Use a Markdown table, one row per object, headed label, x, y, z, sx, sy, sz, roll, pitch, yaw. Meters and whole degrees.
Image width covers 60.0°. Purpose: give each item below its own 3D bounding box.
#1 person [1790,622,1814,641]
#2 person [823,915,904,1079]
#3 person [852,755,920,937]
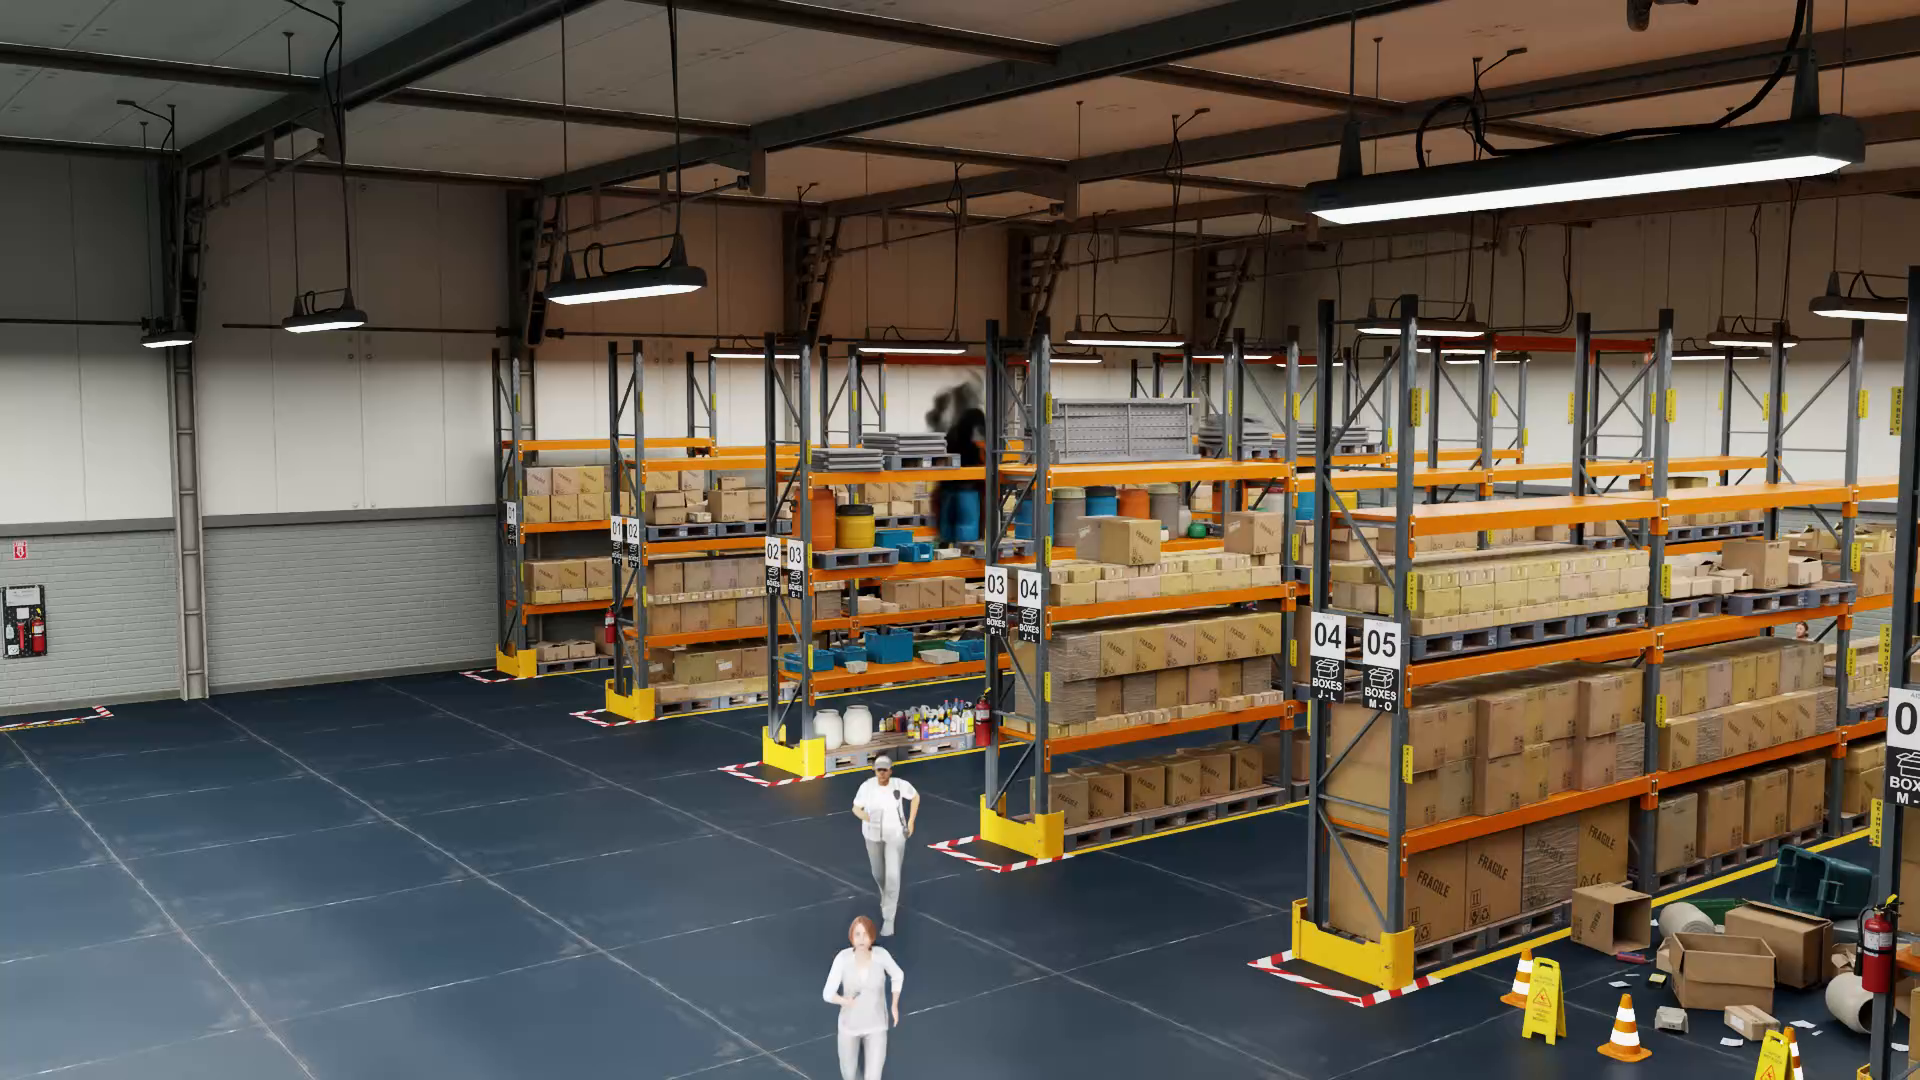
| label | x | y | z | sx | sy | sz | roll | pitch | yaw |
| --- | --- | --- | --- | --- | --- | --- | --- | --- | --- |
| person | 13.205 | 2.080 | 26.101 | 0.599 | 1.624 | 0.554 | -5 | 7 | -43 |
| person | -0.662 | 3.356 | 11.423 | 0.544 | 1.586 | 0.879 | 0 | 5 | -1 |
| person | -0.729 | 2.932 | 16.237 | 0.625 | 1.694 | 0.905 | 1 | 5 | 8 |
